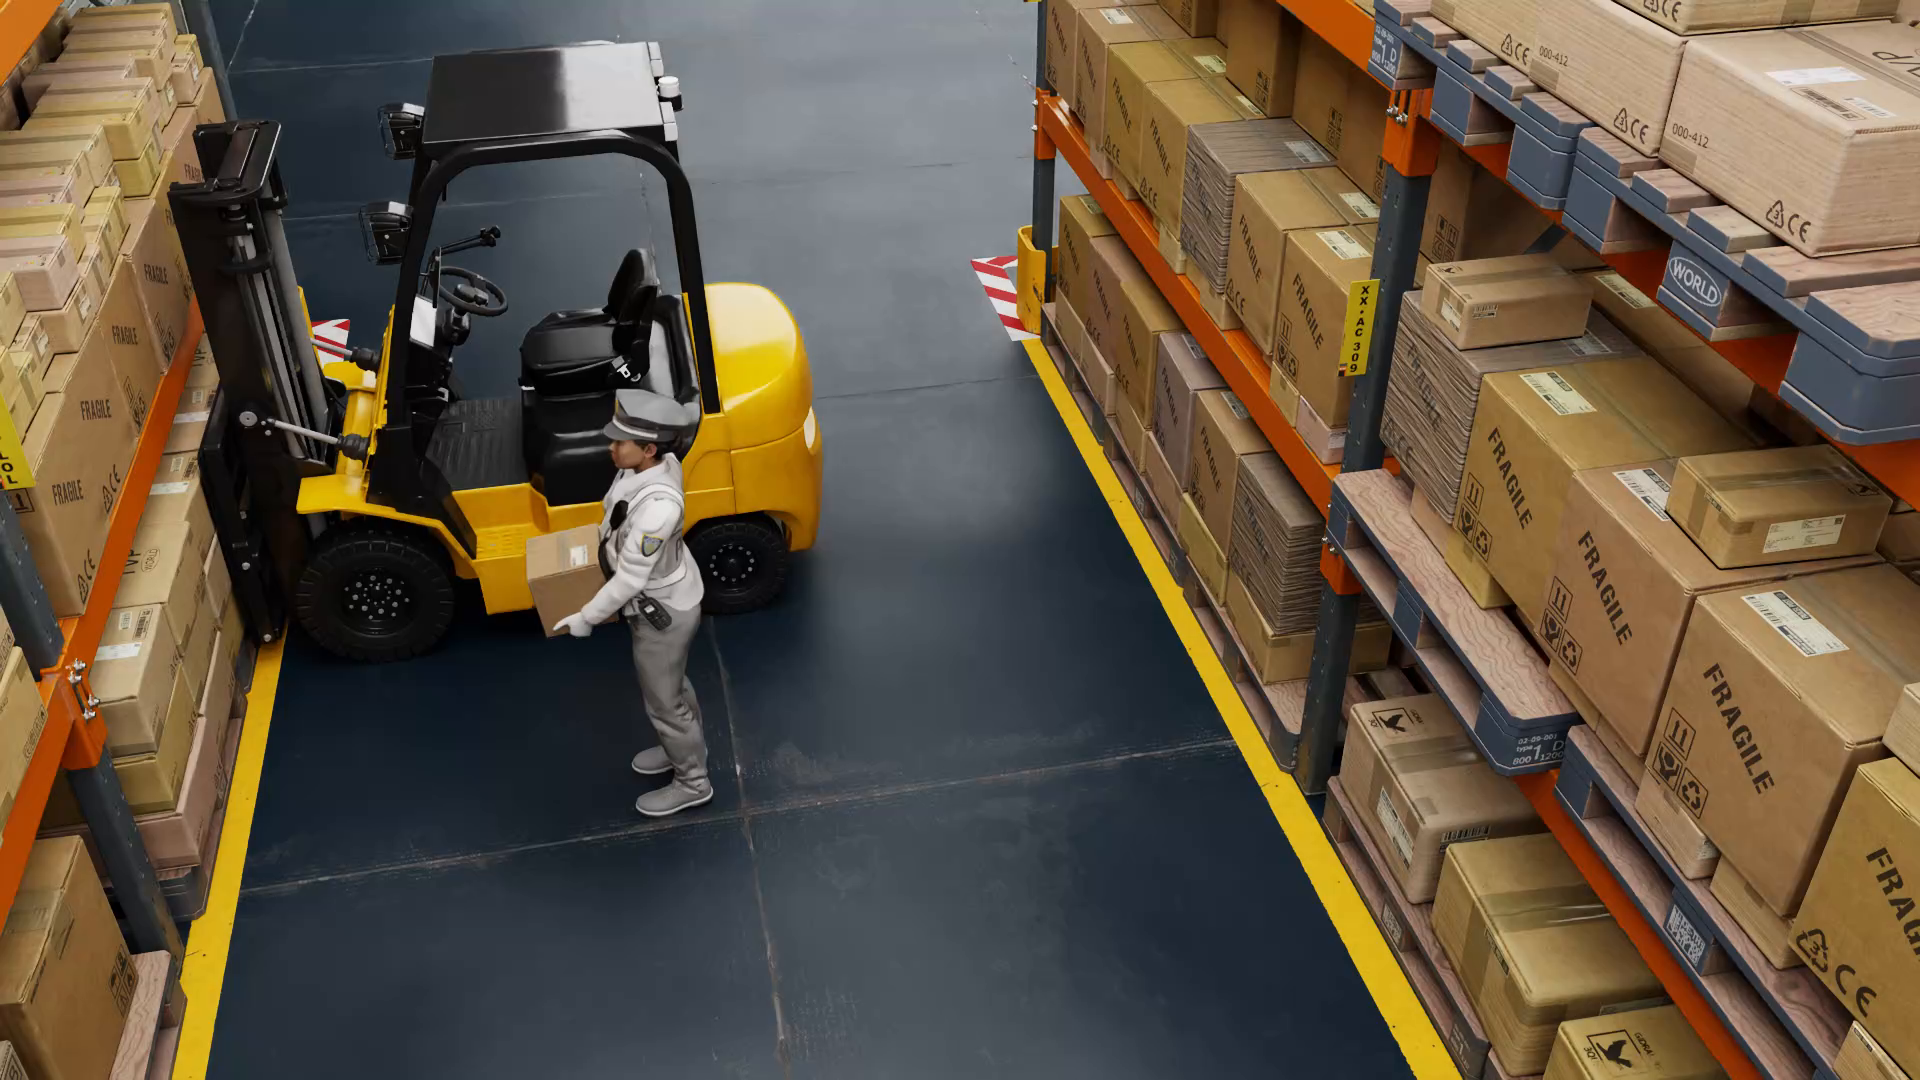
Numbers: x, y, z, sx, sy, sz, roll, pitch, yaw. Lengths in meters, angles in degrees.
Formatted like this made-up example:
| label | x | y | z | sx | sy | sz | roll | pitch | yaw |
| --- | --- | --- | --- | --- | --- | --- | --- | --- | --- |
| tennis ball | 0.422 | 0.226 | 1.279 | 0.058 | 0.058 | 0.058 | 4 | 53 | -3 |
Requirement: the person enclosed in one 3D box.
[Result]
| label | x | y | z | sx | sy | sz | roll | pitch | yaw |
| --- | --- | --- | --- | --- | --- | --- | --- | --- | --- |
| person | -1.142 | 0.233 | 5.786 | 0.530 | 1.691 | 0.446 | -7 | 35 | -11 |
